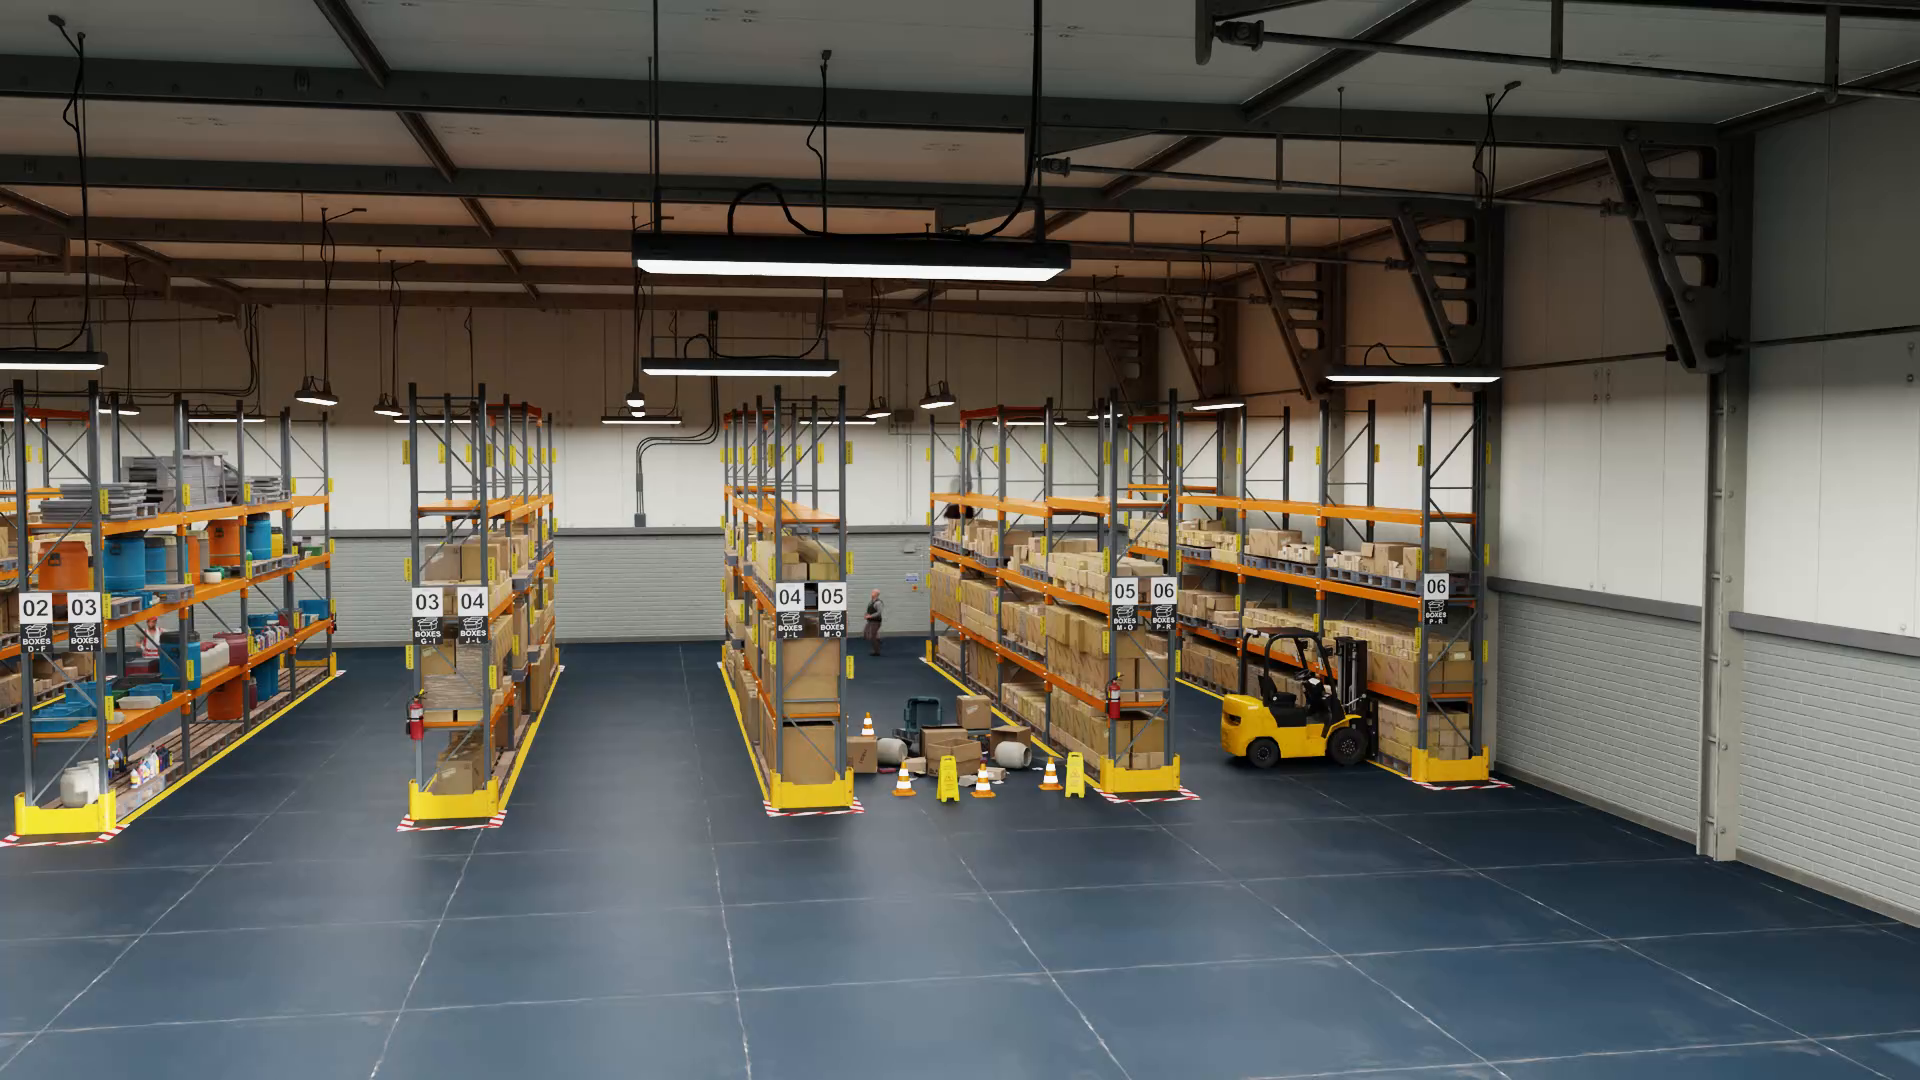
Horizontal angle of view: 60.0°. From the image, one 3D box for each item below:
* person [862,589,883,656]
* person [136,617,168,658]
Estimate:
[{"bbox_3d":[-2.169,2.061,41.535,0.573,1.671,0.653,-1,3,-25],"label":"person"},{"bbox_3d":[-16.283,2.415,33.506,0.589,1.831,0.738,-1,3,-16],"label":"person"}]
